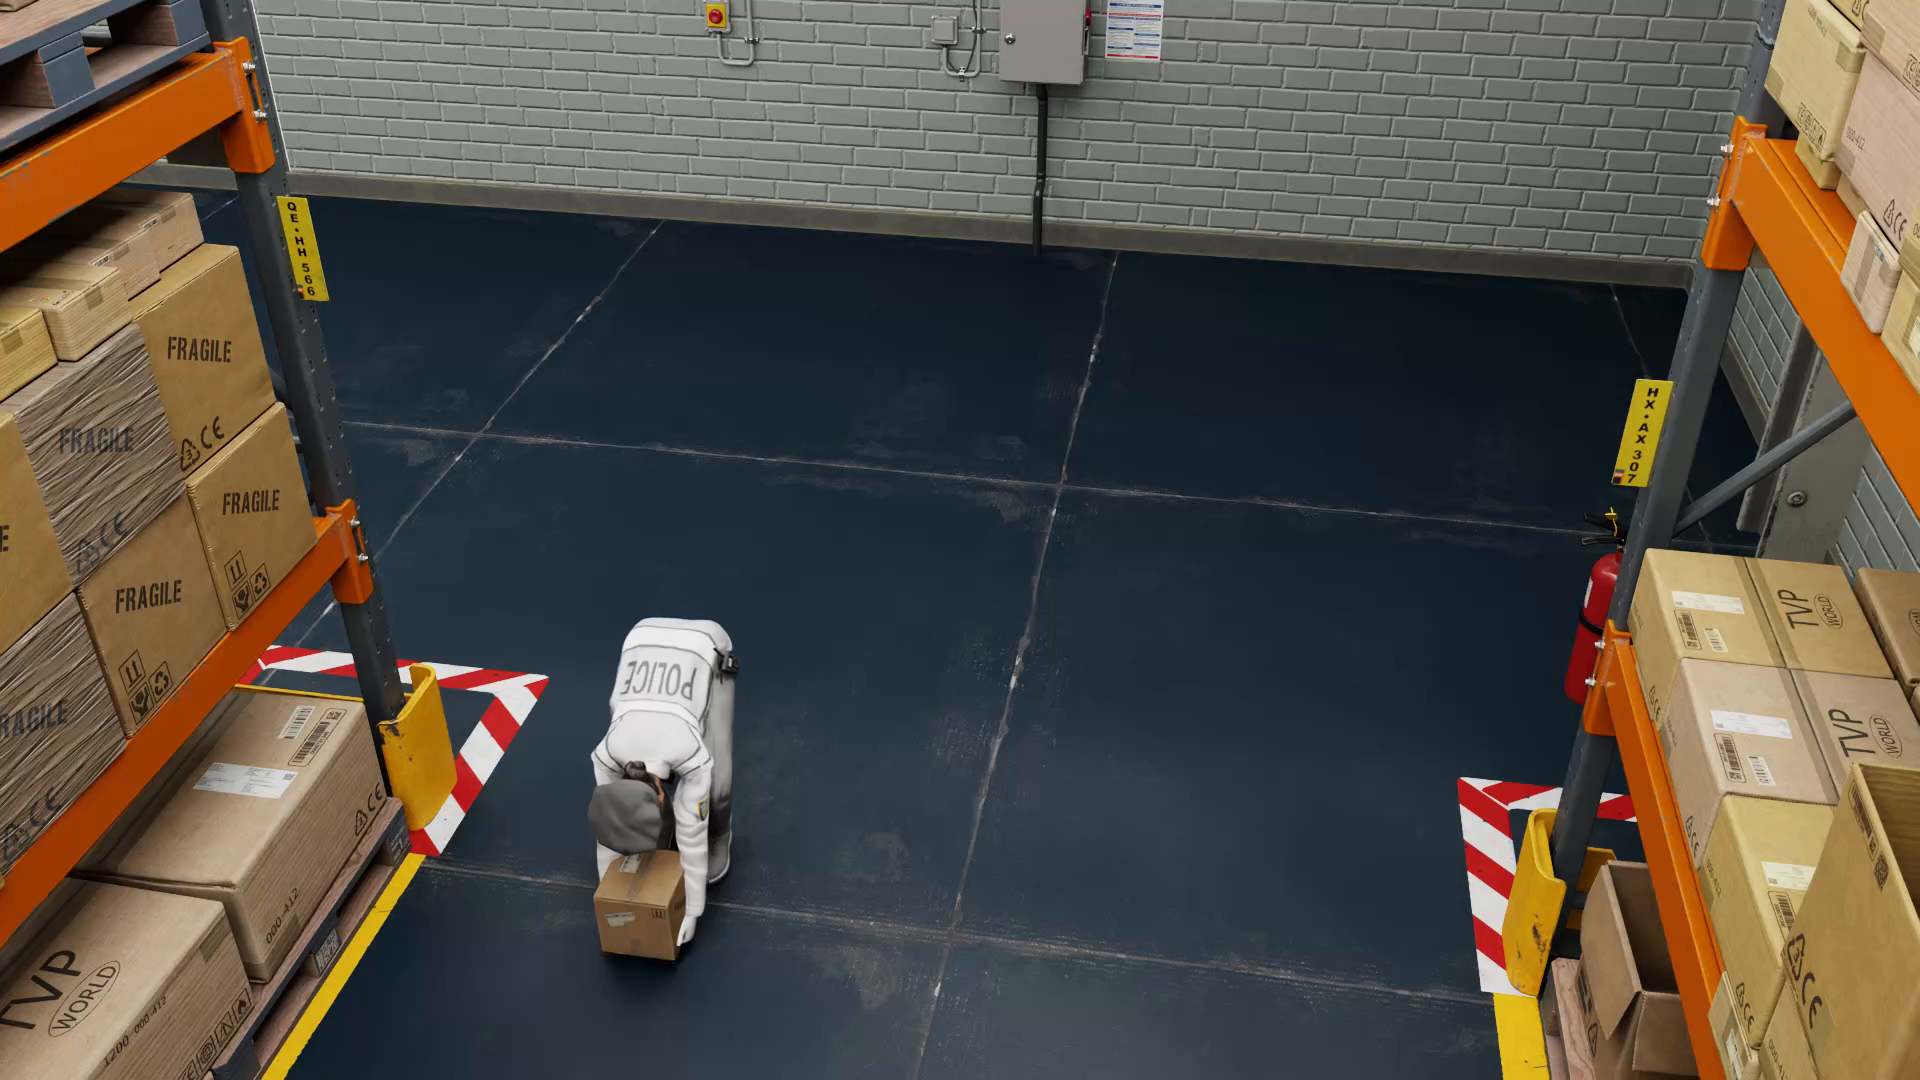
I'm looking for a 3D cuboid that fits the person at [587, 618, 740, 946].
[{"bbox_3d":[-0.989,0.804,5.586,0.445,0.903,0.880,4,33,6],"label":"person"}]
